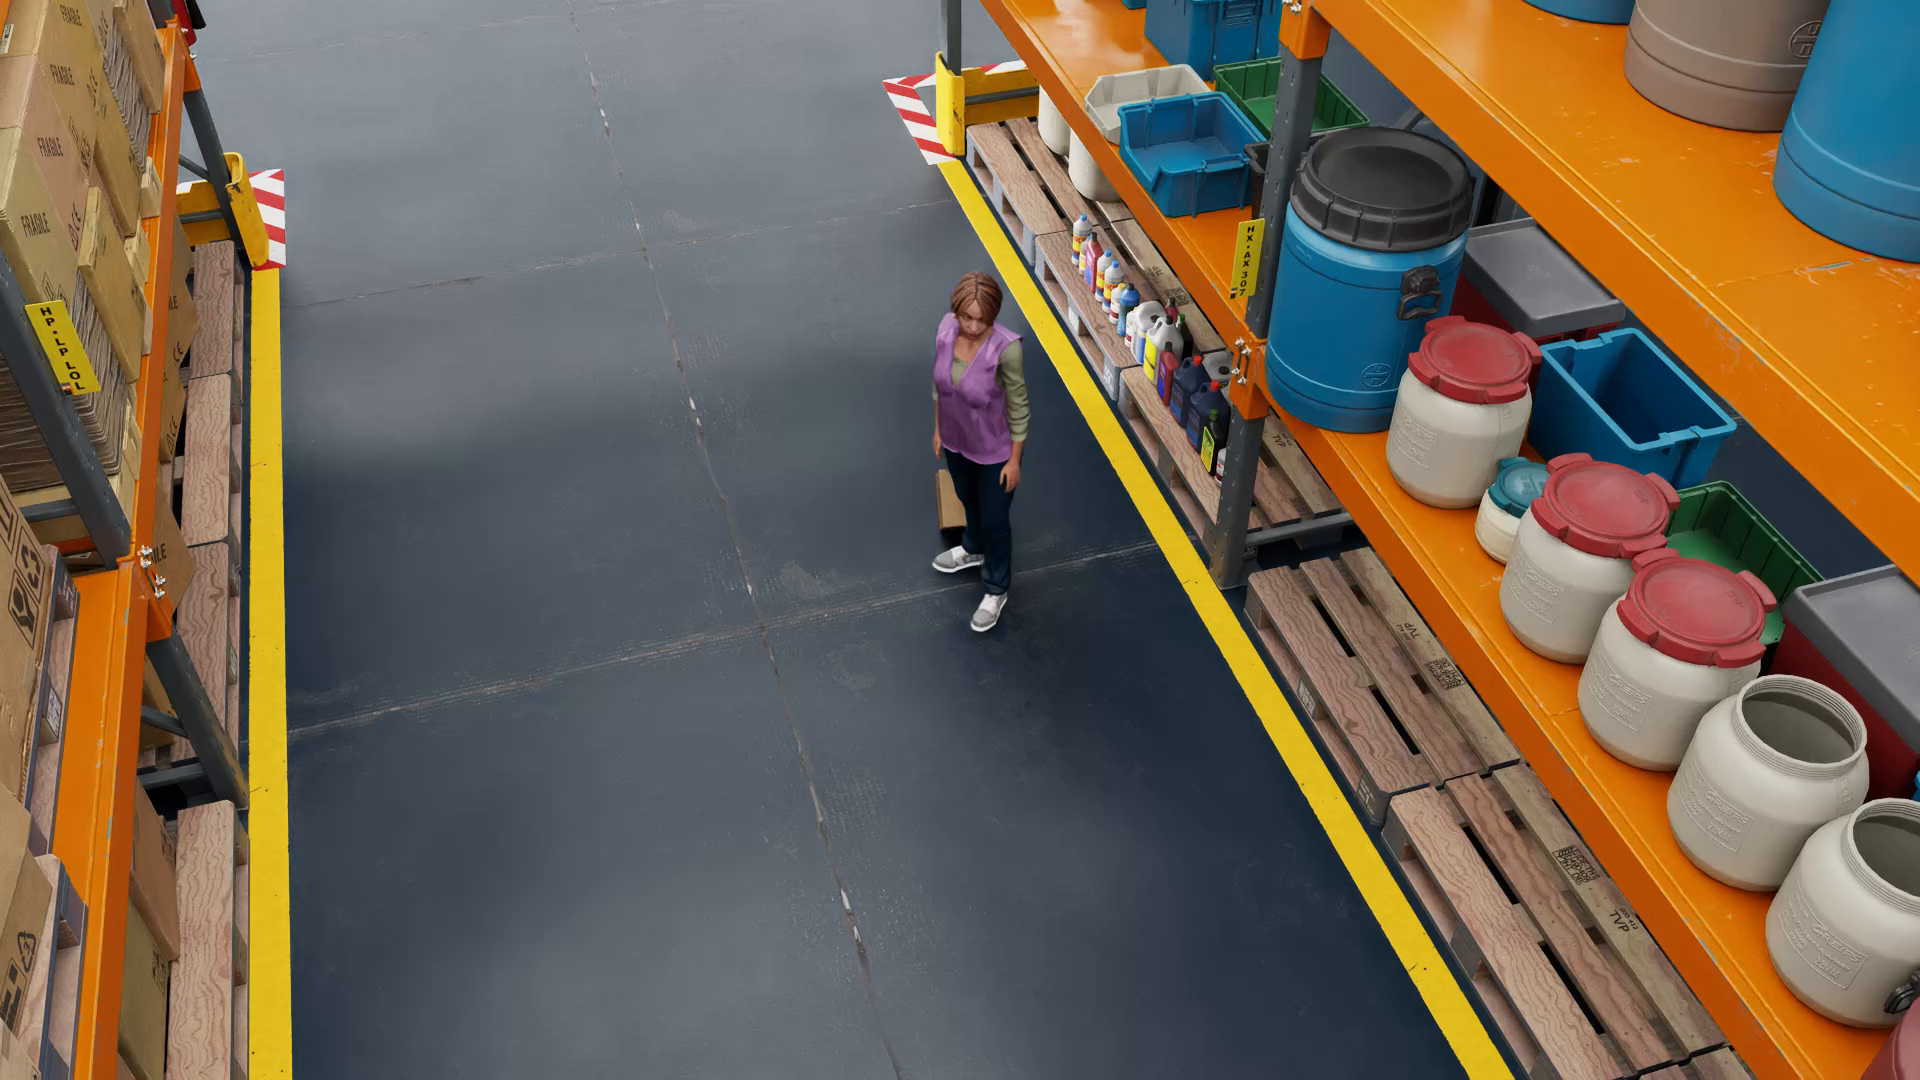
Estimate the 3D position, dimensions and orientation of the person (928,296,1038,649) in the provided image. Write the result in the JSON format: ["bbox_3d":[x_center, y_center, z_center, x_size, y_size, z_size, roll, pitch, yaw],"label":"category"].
[{"bbox_3d":[0.082,-0.314,6.508,0.447,1.594,0.504,18,46,18],"label":"person"}]
